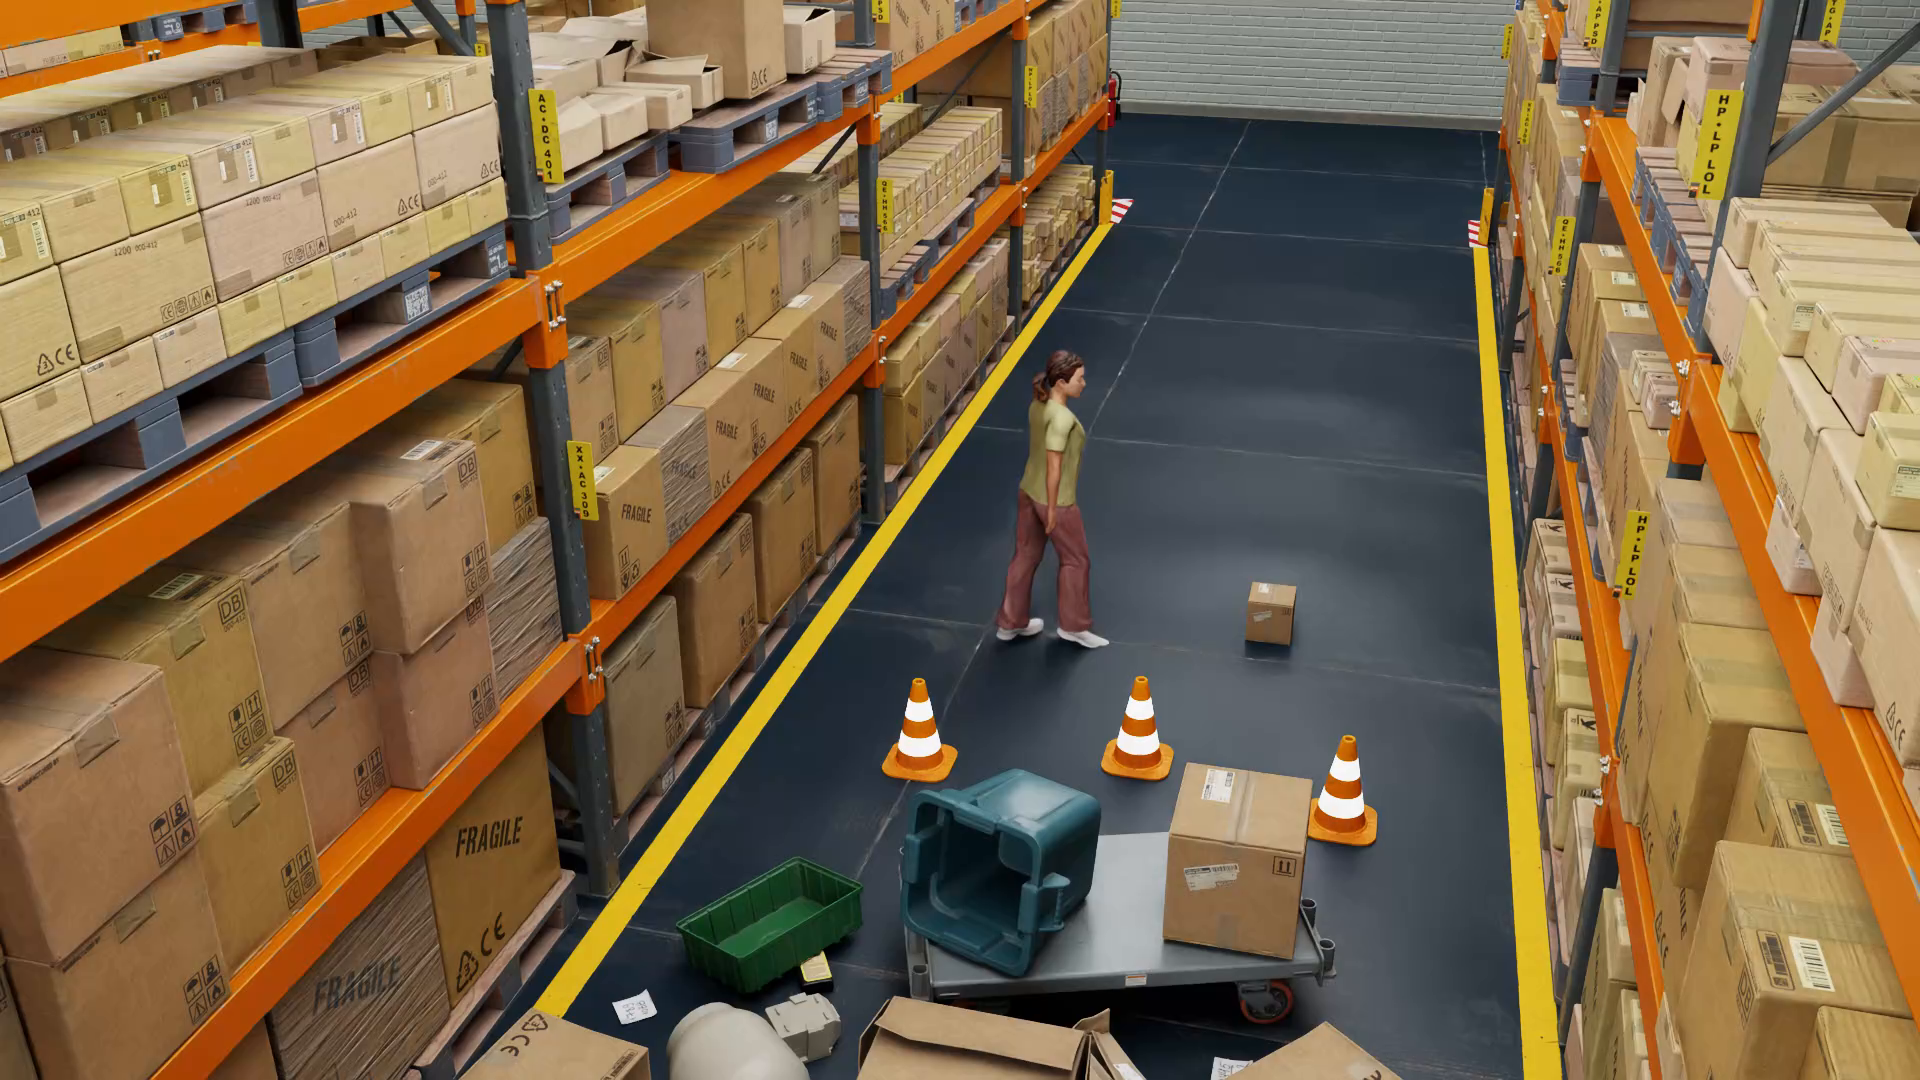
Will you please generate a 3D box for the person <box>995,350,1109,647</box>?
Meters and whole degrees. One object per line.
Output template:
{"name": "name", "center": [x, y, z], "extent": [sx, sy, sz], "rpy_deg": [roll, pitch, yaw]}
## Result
{"name": "person", "center": [0.483, -0.198, 9.056], "extent": [0.588, 1.712, 0.484], "rpy_deg": [-12, 28, -23]}
